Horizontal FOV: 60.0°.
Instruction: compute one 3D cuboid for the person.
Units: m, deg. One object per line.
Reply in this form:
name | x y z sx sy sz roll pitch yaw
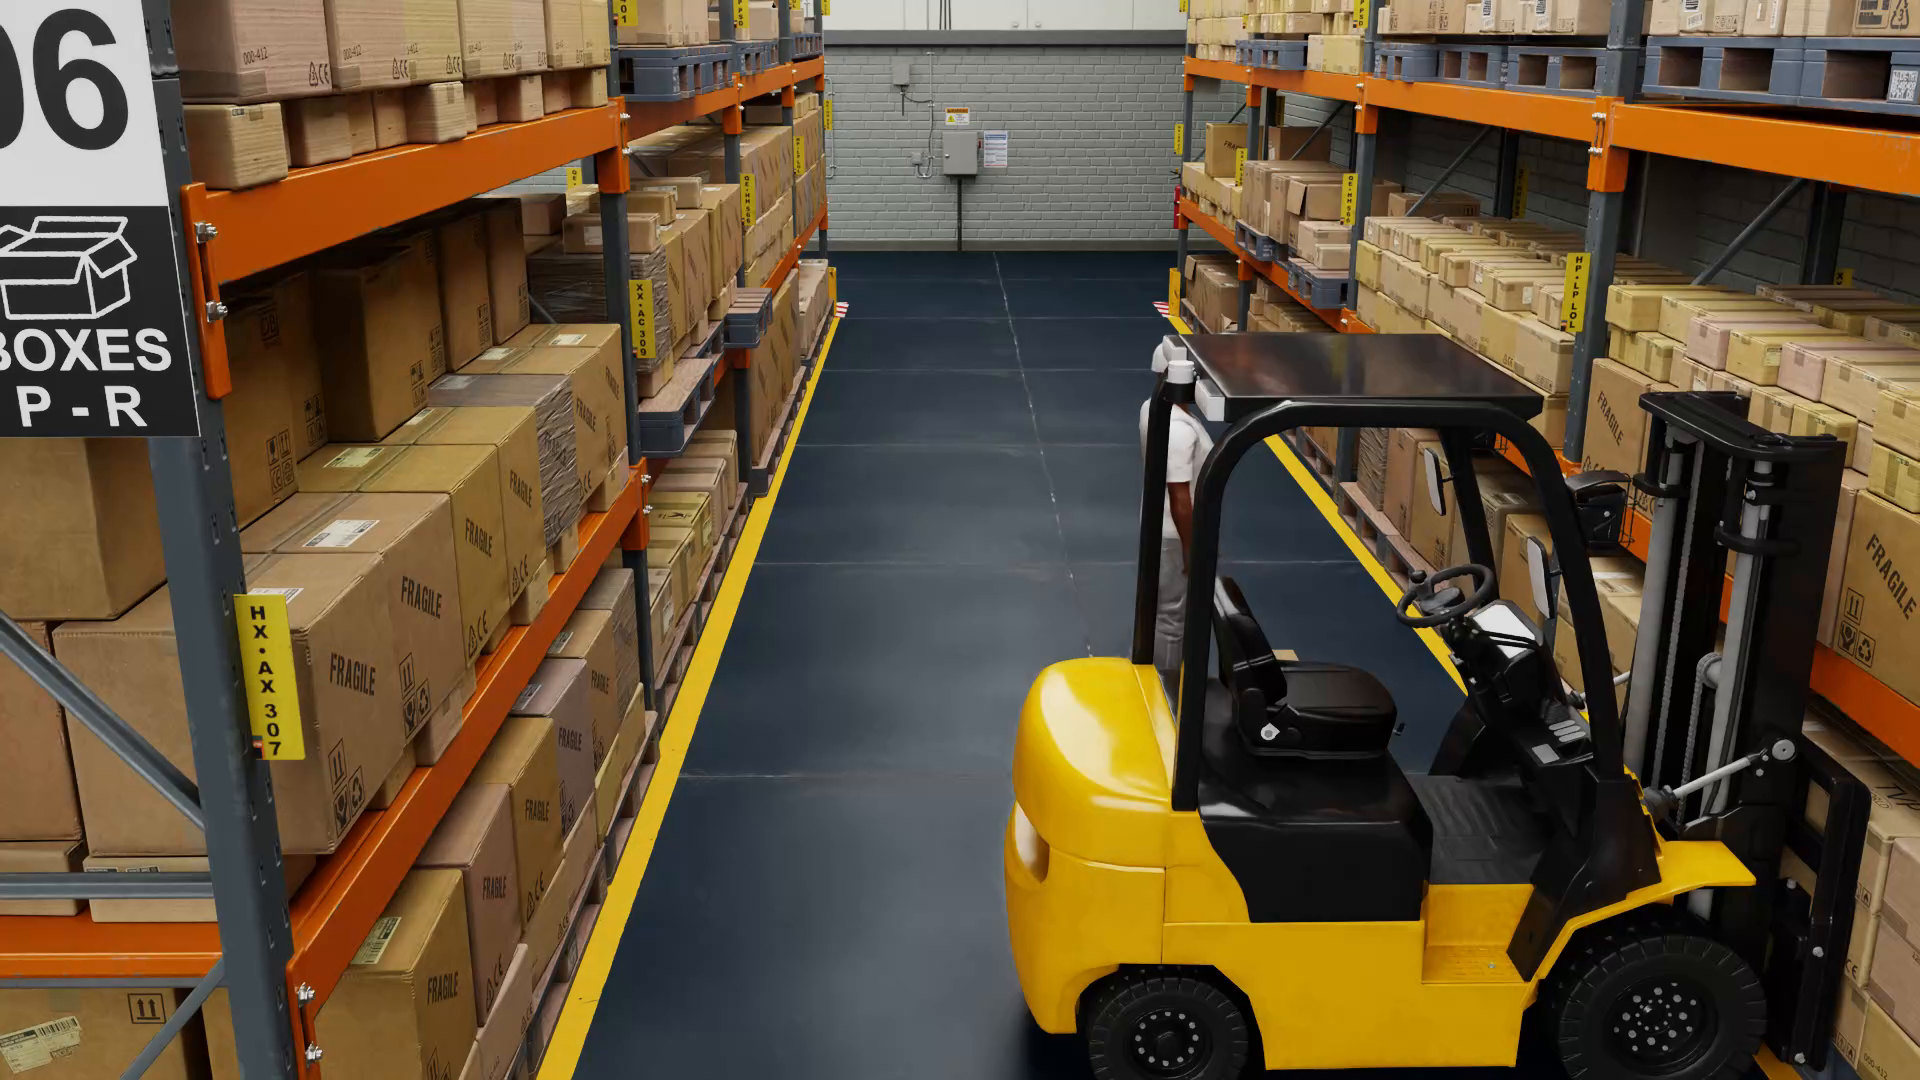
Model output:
person | 1.001 -0.040 7.653 0.372 1.780 0.570 0 17 0
